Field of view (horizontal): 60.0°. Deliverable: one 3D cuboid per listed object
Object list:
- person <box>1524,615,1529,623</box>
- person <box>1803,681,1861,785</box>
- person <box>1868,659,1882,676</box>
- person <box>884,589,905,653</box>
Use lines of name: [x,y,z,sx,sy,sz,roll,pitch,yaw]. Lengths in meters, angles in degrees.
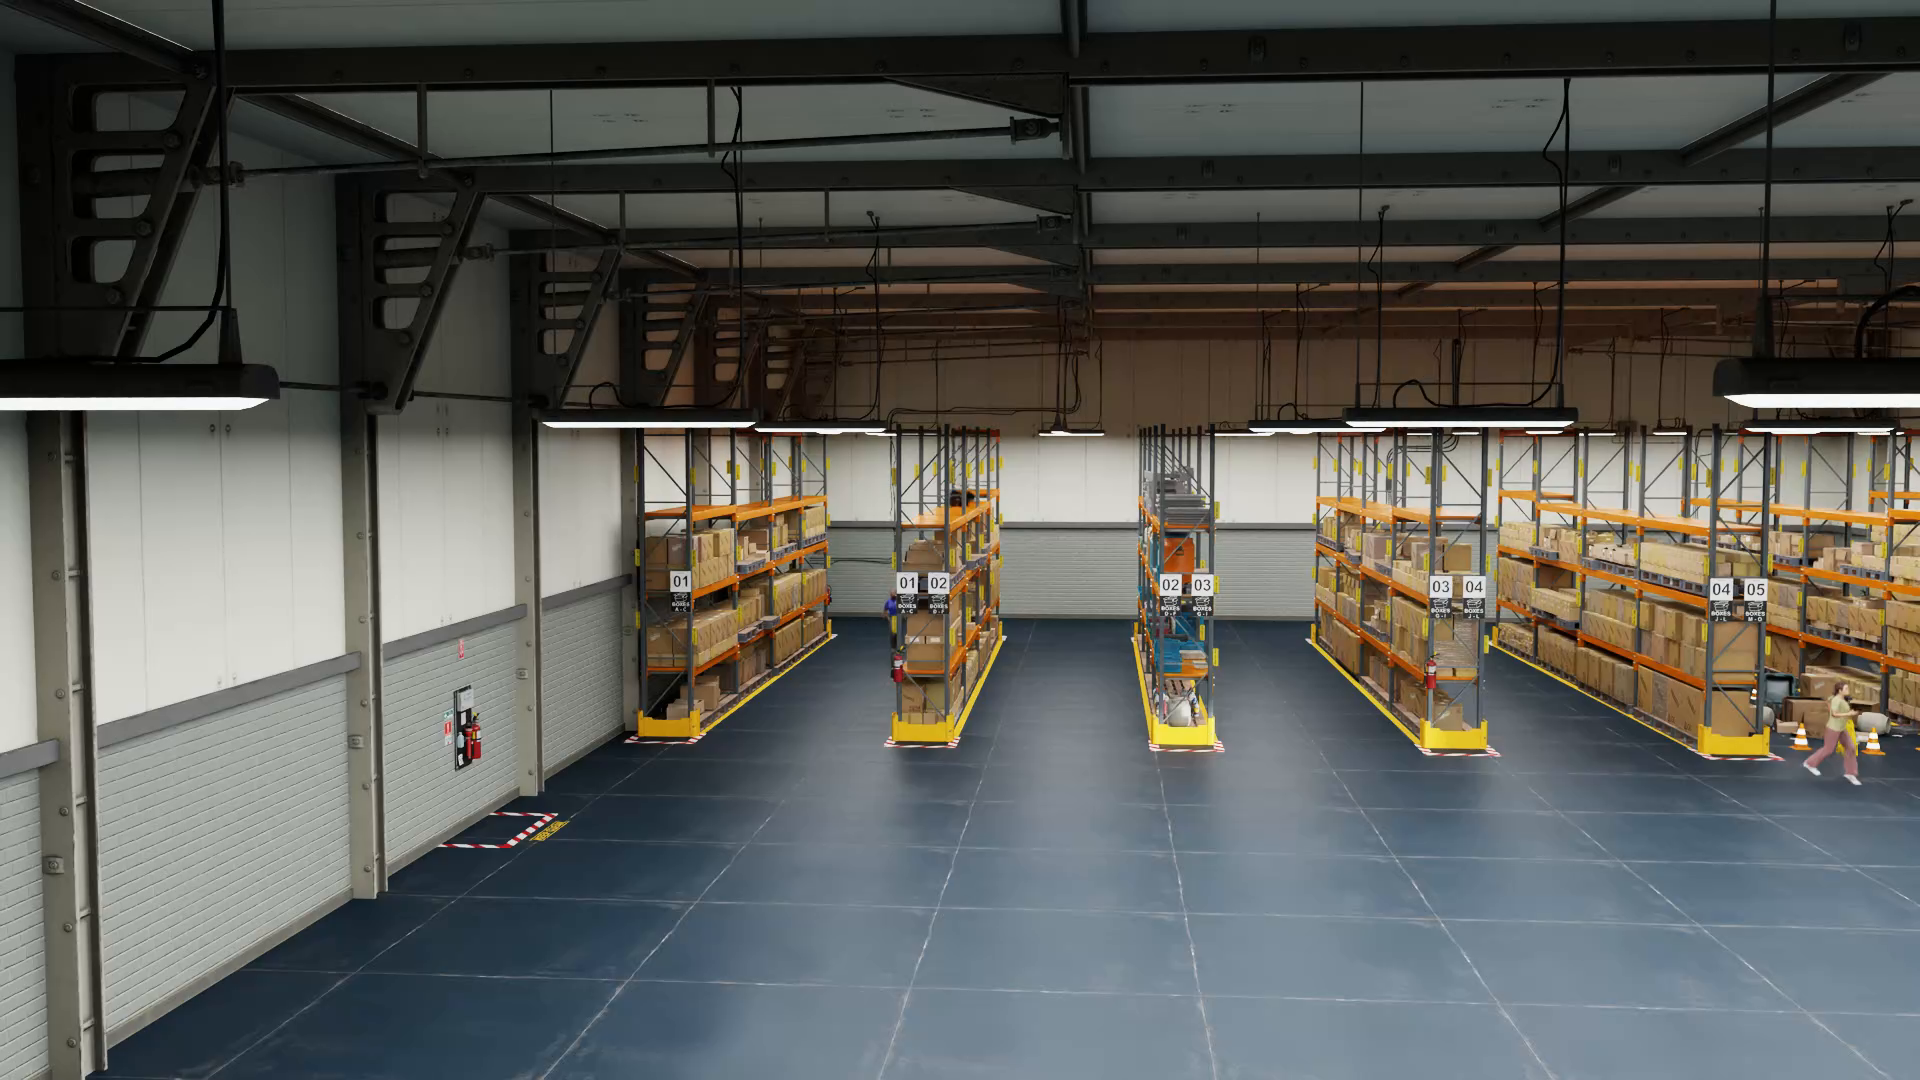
person: [16.245,2.016,47.049,0.756,1.729,0.698,-3,5,-43]
person: [14.582,3.211,27.779,0.574,1.730,0.905,-3,5,-43]
person: [21.180,2.517,38.283,0.685,1.725,0.613,0,3,5]
person: [-1.670,2.065,42.380,0.565,1.617,0.456,0,3,2]
